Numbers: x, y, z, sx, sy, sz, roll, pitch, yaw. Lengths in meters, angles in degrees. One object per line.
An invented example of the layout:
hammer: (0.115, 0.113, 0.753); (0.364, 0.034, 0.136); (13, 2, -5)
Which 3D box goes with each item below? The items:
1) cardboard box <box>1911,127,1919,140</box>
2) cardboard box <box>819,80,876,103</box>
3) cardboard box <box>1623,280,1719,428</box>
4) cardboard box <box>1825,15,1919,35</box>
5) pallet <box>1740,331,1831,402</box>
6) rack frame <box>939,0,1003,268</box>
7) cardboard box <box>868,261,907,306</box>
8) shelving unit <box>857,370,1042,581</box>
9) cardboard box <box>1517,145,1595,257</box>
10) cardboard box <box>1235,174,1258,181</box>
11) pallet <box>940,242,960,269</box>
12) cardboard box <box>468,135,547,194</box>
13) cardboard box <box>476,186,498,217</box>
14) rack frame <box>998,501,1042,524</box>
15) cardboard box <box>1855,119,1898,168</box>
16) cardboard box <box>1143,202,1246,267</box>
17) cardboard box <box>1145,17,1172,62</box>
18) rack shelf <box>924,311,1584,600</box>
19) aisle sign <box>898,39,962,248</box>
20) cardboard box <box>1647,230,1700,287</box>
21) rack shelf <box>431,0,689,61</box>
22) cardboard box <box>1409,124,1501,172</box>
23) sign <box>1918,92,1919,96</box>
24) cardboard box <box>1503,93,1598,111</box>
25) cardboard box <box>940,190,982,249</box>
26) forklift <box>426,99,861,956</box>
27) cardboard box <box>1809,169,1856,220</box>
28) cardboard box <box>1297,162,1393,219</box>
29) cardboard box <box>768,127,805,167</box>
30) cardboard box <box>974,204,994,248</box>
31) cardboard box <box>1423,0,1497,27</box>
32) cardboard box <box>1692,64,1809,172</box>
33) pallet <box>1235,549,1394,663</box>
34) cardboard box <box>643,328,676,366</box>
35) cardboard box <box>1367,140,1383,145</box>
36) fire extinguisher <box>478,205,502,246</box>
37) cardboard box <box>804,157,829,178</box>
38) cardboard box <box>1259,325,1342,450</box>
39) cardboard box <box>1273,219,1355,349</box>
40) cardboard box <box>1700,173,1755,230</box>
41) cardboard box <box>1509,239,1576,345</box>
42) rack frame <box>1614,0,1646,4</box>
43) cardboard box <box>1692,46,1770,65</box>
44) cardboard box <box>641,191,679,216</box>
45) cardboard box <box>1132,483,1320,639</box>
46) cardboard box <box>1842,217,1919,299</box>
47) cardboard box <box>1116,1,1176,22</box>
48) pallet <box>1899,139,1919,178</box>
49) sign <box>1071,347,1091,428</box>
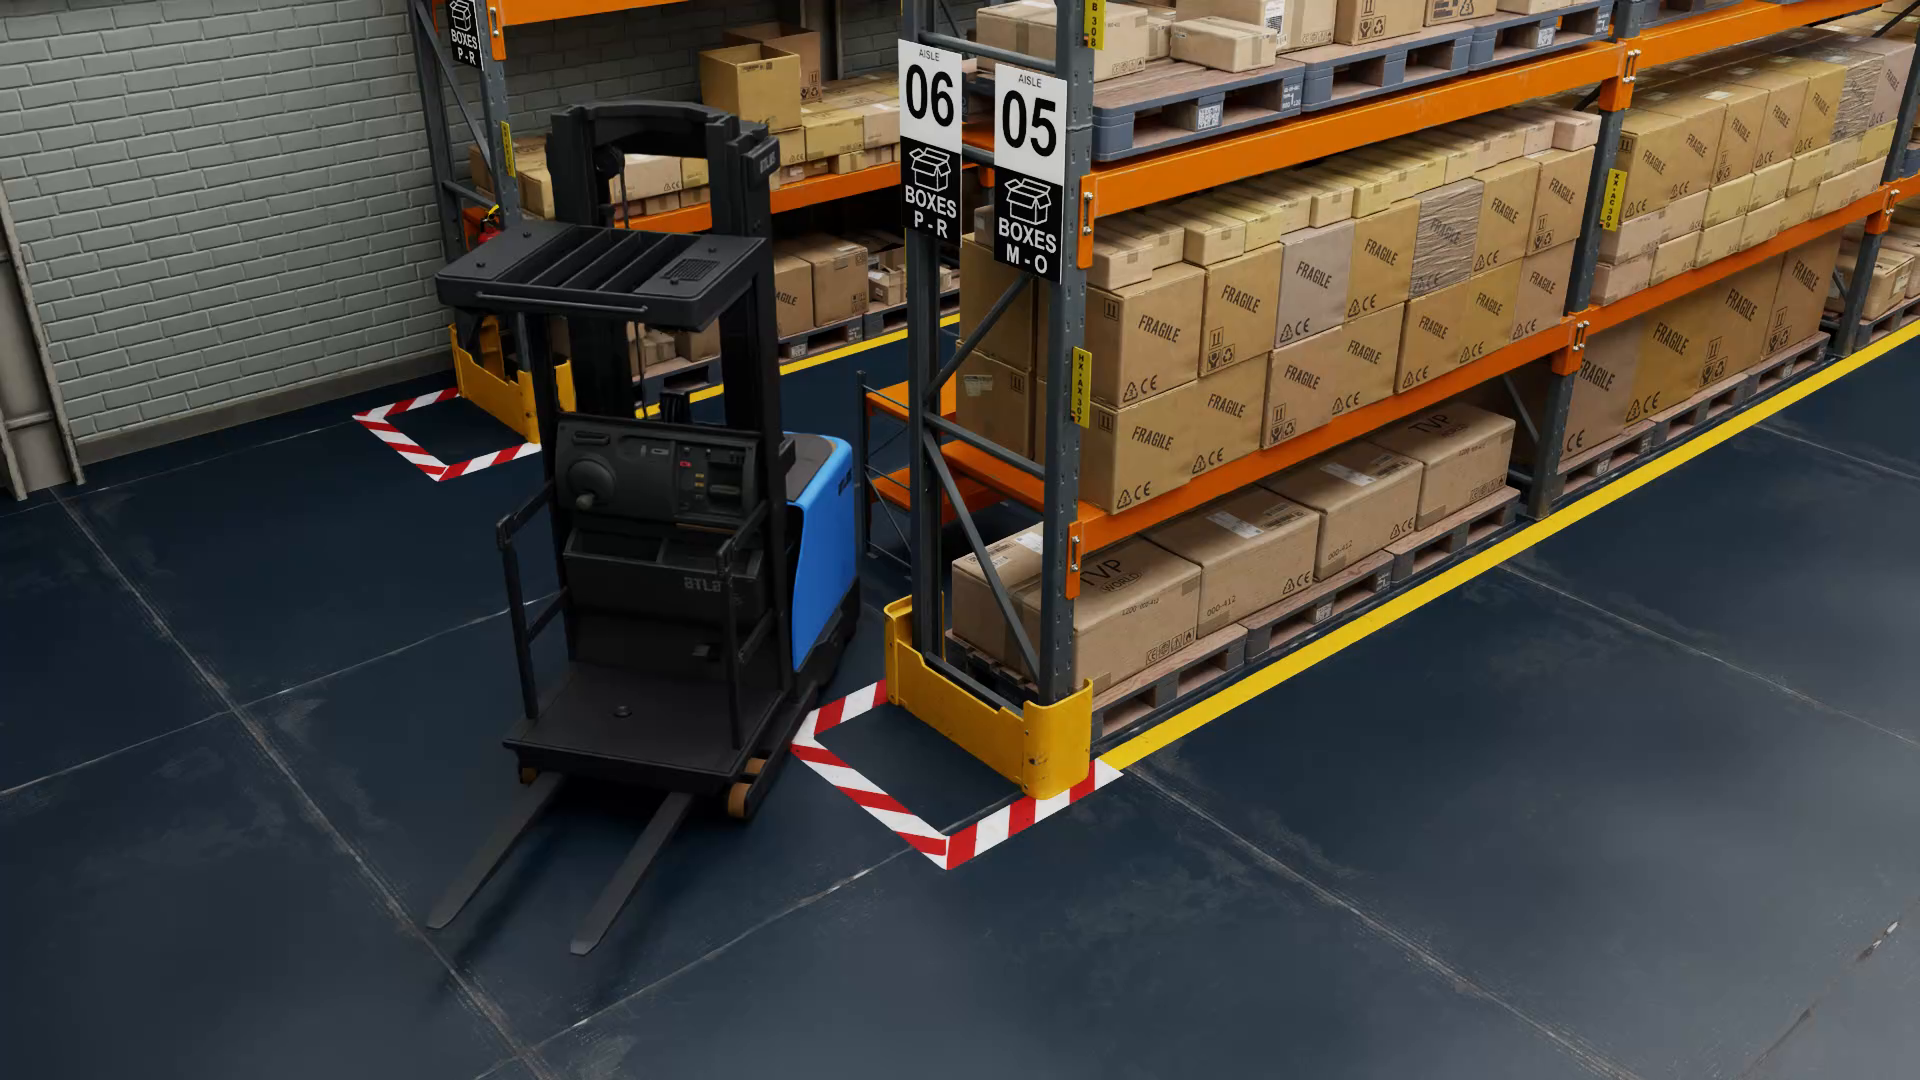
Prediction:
cardboard box: (6.824, -3.028, 12.055); (0.250, 0.149, 0.380); (-24, 37, -38)
cardboard box: (-0.978, -3.256, 12.504); (0.500, 0.250, 0.500); (-22, 35, -35)
cardboard box: (4.278, -1.369, 10.937); (0.875, 0.875, 0.875); (-21, 34, -34)
cardboard box: (6.770, -3.608, 12.452); (0.500, 0.500, 0.500); (-23, 35, -36)
pallet: (5.570, -1.403, 12.151); (1.213, 0.211, 1.003); (-22, 35, -35)
rack frame: (-0.049, -3.402, 12.933); (0.127, 3.000, 1.000); (-22, 35, -35)
cardboard box: (-0.553, -1.996, 12.758); (0.258, 0.266, 0.396); (-20, 34, -33)
shelving unit: (-0.005, -0.494, 9.481); (1.048, 1.125, 0.538); (-22, 35, -35)
cardboard box: (2.996, -1.865, 8.890); (0.500, 0.500, 0.500); (-22, 35, -35)
cardboard box: (1.211, -1.762, 8.010); (0.250, 0.149, 0.380); (-21, 35, -34)
pallet: (0.546, -2.434, 14.081); (1.213, 0.211, 1.003); (-22, 35, -35)
cardboard box: (-2.914, -2.479, 11.050); (0.500, 0.250, 0.500); (-21, 34, -34)
cardboard box: (-3.014, -2.265, 11.072); (0.250, 0.149, 0.380); (-22, 35, -35)
rack frame: (0.382, -0.650, 9.772); (0.032, 1.125, 0.500); (-22, 35, -35)
cardboard box: (6.015, -2.762, 11.364); (0.500, 0.250, 0.500); (-22, 35, -35)
cardboard box: (1.008, -1.324, 7.190); (0.250, 0.149, 0.380); (-21, 34, -33)
cardboard box: (0.684, -2.168, 7.156); (0.250, 0.149, 0.380); (-25, 37, -39)
rack shelf: (1.654, -0.694, 8.629); (4.000, 0.370, 1.077); (-22, 35, -35)
aisle sign: (-0.123, -1.635, 6.869); (0.004, 0.787, 0.394); (-22, 35, -35)
cardboard box: (4.075, -1.756, 10.012); (0.500, 0.250, 0.500); (-23, 36, -36)
rack shelf: (-1.570, -3.796, 11.251); (4.000, 0.370, 1.077); (-22, 35, -35)
cardboard box: (2.500, -1.988, 8.431); (0.250, 0.149, 0.380); (-22, 35, -35)
sign: (6.582, -3.159, 11.251); (0.005, 0.325, 0.100); (-22, 35, -35)
cardboard box: (3.353, -2.335, 9.770); (0.500, 0.500, 0.500); (-21, 34, -33)
cardboard box: (0.133, -2.741, 13.903); (0.500, 0.500, 0.500); (-22, 35, -35)
forklift: (-1.385, -0.246, 7.101); (1.130, 2.935, 3.031); (7, 29, 12)
cardboard box: (5.624, -2.371, 11.163); (0.500, 0.250, 0.500); (-21, 35, -34)
cardboard box: (1.790, -1.639, 7.780); (0.250, 0.149, 0.380); (-23, 36, -36)
cardboard box: (-1.430, -2.760, 11.576); (0.500, 0.250, 0.500); (-23, 36, -36)
cardboard box: (0.276, -1.352, 7.243); (0.250, 0.149, 0.380); (-21, 35, -34)
cardboard box: (2.171, -2.797, 7.957); (0.637, 0.503, 0.797); (-19, 33, -31)
cardboard box: (4.839, -2.618, 10.300); (0.500, 0.500, 0.500); (-23, 35, -36)
pallet: (1.618, 0.187, 9.177); (1.213, 0.211, 1.003); (-22, 35, -35)
cardboard box: (-2.216, -1.375, 11.720); (0.250, 0.149, 0.380); (-24, 36, -37)
cardboard box: (1.966, -2.088, 8.620); (0.250, 0.149, 0.380); (-23, 36, -36)
fire extinguisher: (-2.904, -1.769, 10.355); (0.183, 0.674, 0.296); (-22, 35, -35)
cardboard box: (-1.156, -2.730, 11.942); (0.250, 0.149, 0.380); (-21, 35, -34)
cardboard box: (1.450, -0.801, 7.961); (0.500, 0.500, 0.500); (-22, 35, -35)
cardboard box: (1.458, -1.250, 7.740); (0.500, 0.500, 0.500); (-22, 35, -35)
cardboard box: (4.473, -2.125, 10.173); (0.500, 0.250, 0.500); (-21, 35, -34)
cardboard box: (2.989, -1.434, 9.144); (0.500, 0.500, 0.500); (-22, 35, -34)
rack frame: (3.176, -4.269, 8.191); (0.127, 3.000, 1.000); (-22, 35, -35)
cardboard box: (4.910, -2.961, 10.941); (0.500, 0.500, 0.500); (-21, 34, -34)
cardboard box: (-2.091, -2.312, 11.160); (0.250, 0.149, 0.380); (-21, 34, -33)
cardboard box: (1.261, 0.025, 8.794); (0.875, 0.438, 0.875); (-21, 34, -34)
cardboard box: (7.211, -2.271, 13.159); (0.625, 0.372, 0.950); (-23, 36, -36)
cardboard box: (1.456, -4.097, 13.683); (0.500, 0.500, 0.700); (-22, 35, -35)
pallet: (6.692, -3.018, 12.419); (1.003, 0.211, 1.213); (-22, 35, -35)
sign: (0.488, -0.615, 6.716); (0.005, 0.325, 0.100); (-22, 35, -35)
